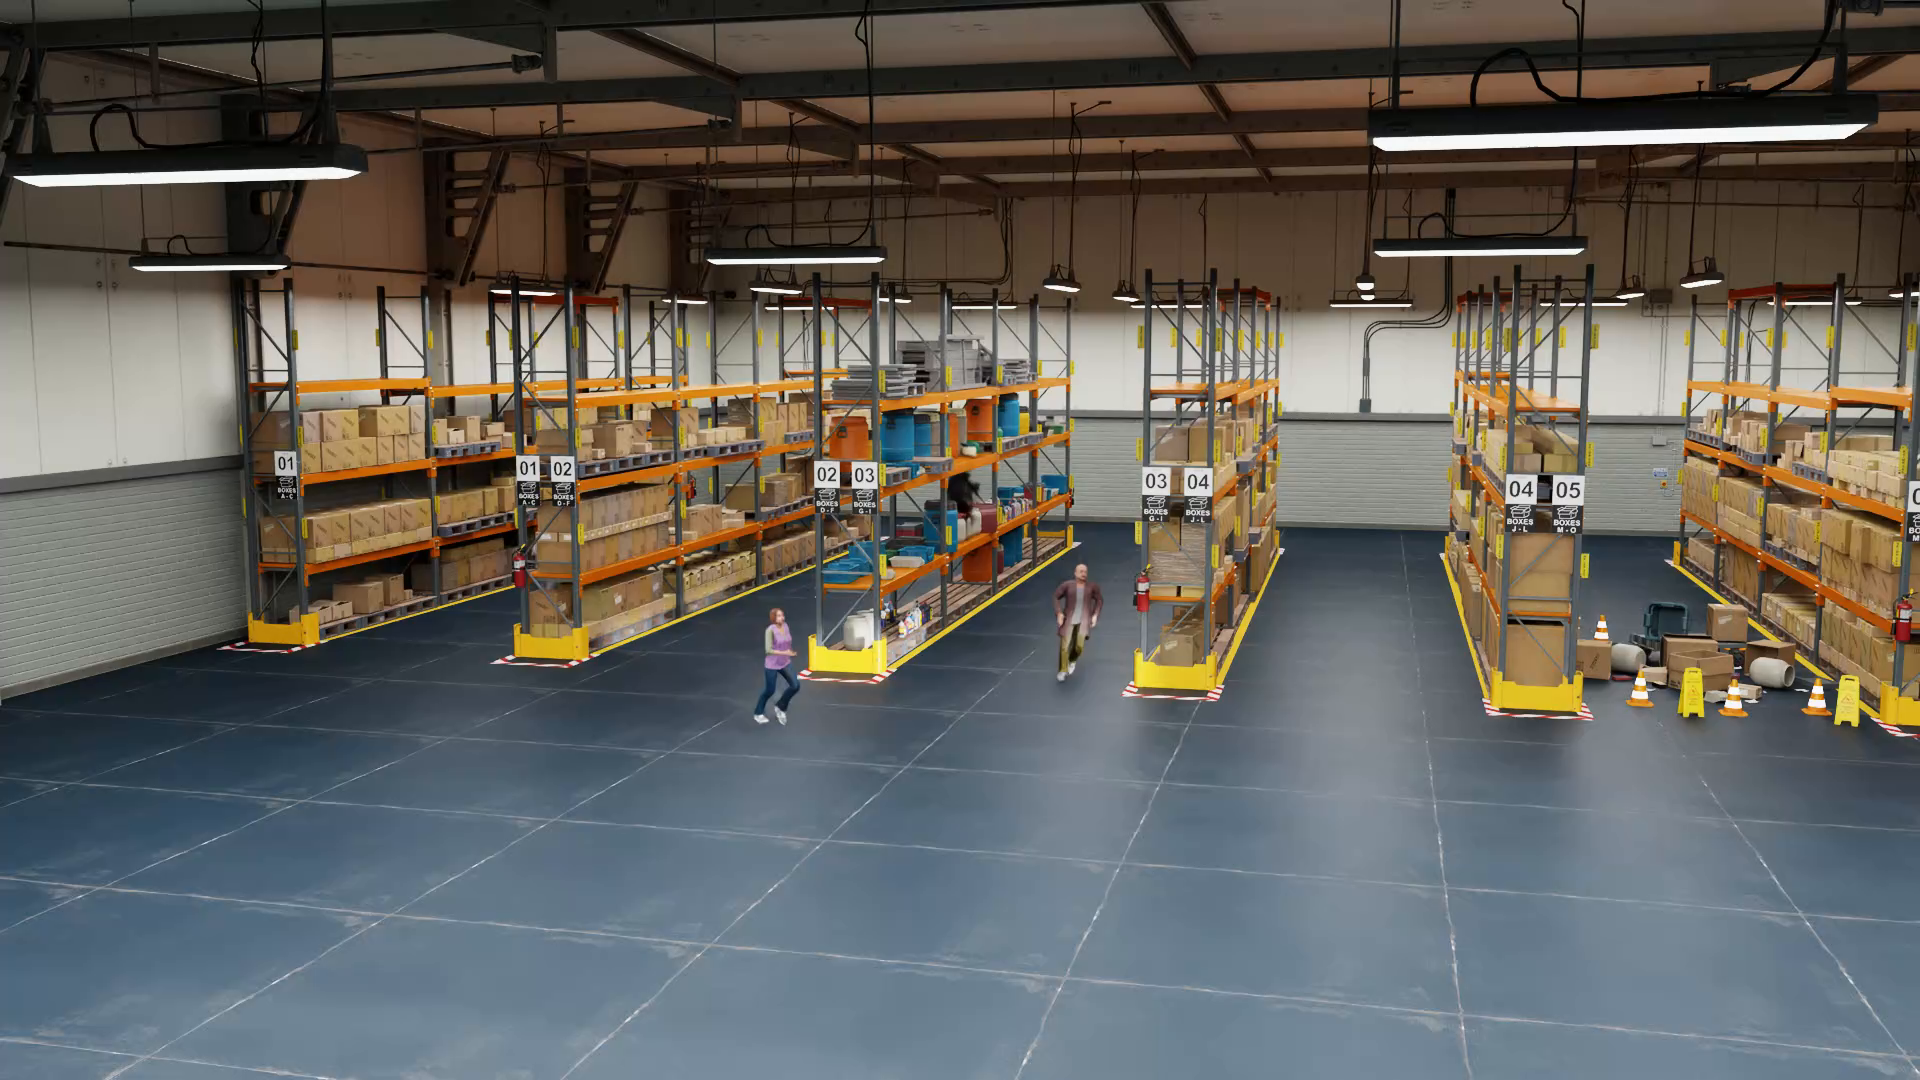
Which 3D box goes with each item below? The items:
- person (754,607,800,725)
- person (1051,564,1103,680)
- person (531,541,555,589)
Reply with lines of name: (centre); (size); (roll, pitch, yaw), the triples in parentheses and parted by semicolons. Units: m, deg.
person: (-2.340, 1.627, 21.527); (0.789, 1.552, 0.551); (7, 10, 44)
person: (1.732, 1.219, 24.593); (0.771, 1.726, 0.561); (0, 7, 2)
person: (-7.510, 0.556, 30.254); (0.563, 1.691, 0.869); (0, 7, -2)
